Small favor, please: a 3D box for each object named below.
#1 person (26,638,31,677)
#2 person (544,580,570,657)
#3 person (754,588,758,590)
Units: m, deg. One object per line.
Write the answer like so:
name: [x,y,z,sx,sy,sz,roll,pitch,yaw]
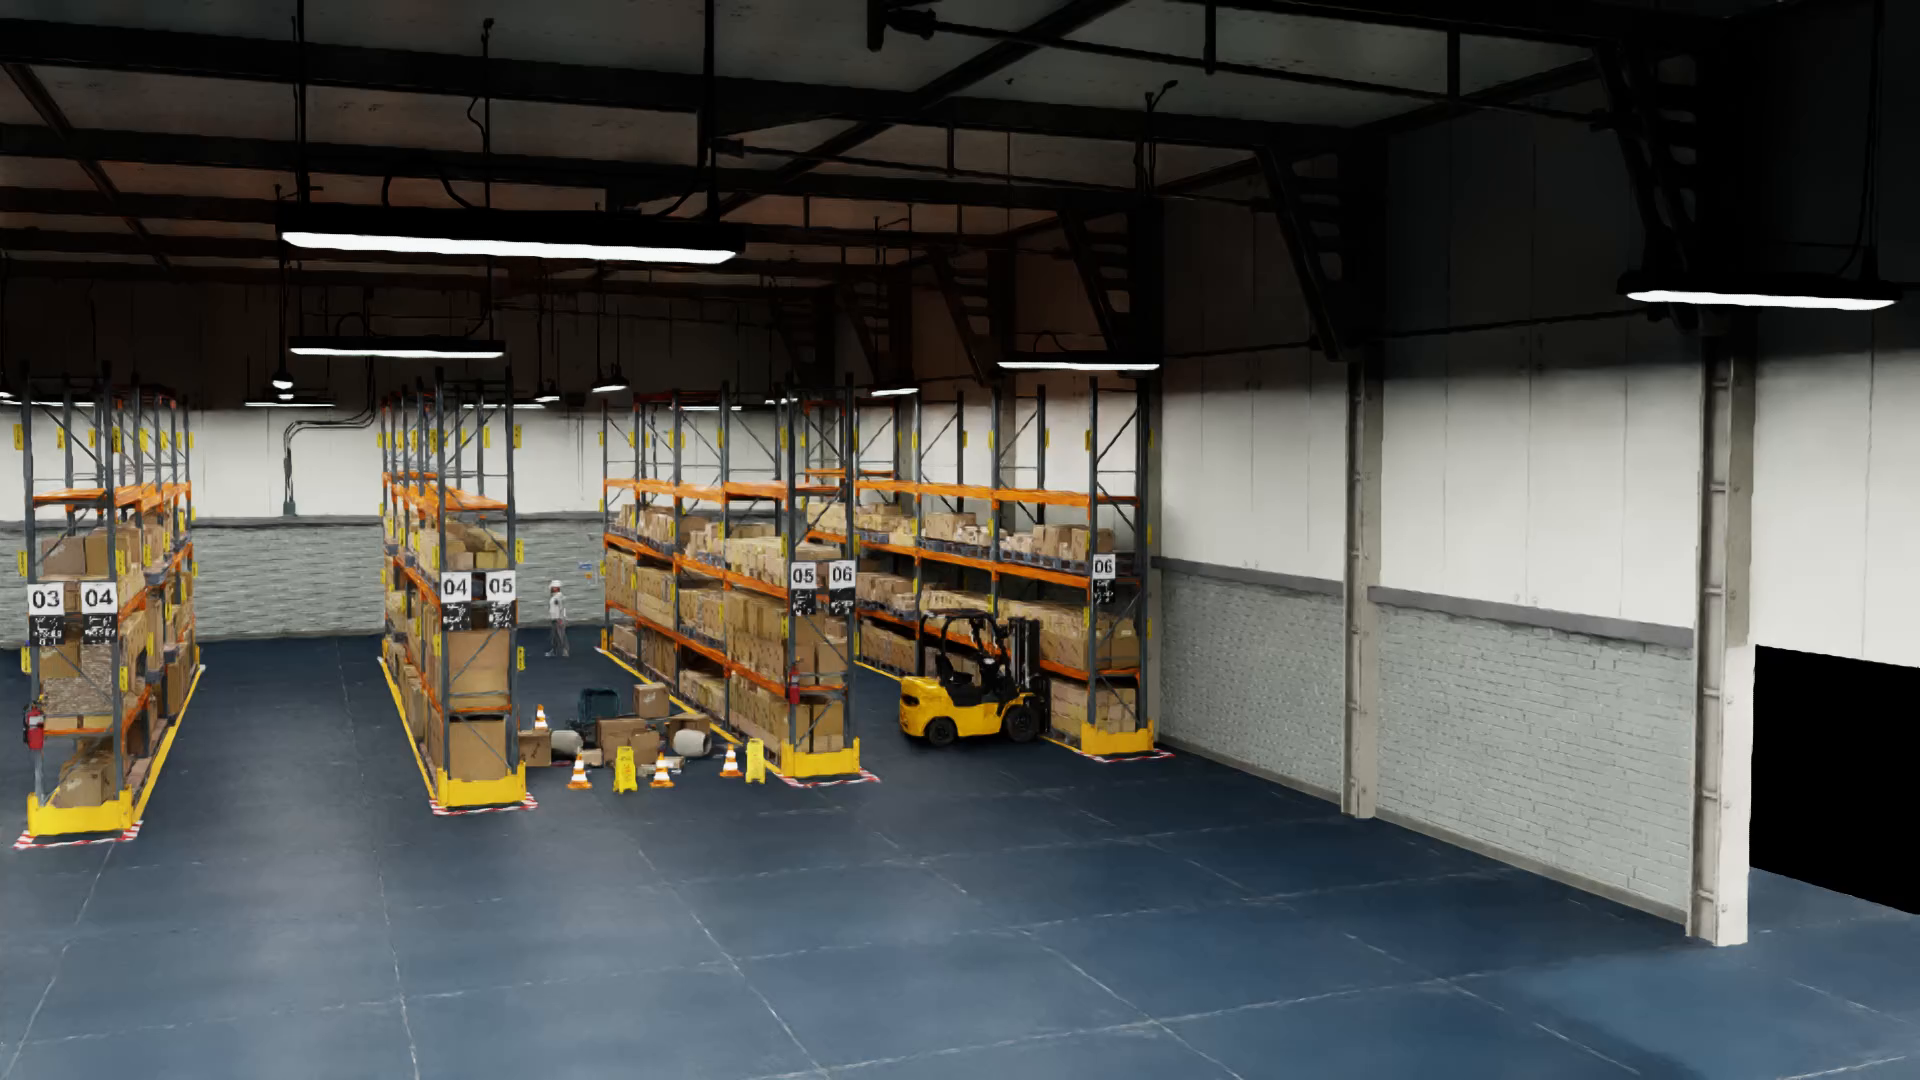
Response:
person: [-17.177,2.339,31.026,0.447,1.560,1.088,-1,4,-20]
person: [-9.279,1.807,38.322,0.504,1.773,0.633,-2,4,-29]
person: [-5.365,1.404,45.271,0.607,1.765,0.654,1,4,23]
